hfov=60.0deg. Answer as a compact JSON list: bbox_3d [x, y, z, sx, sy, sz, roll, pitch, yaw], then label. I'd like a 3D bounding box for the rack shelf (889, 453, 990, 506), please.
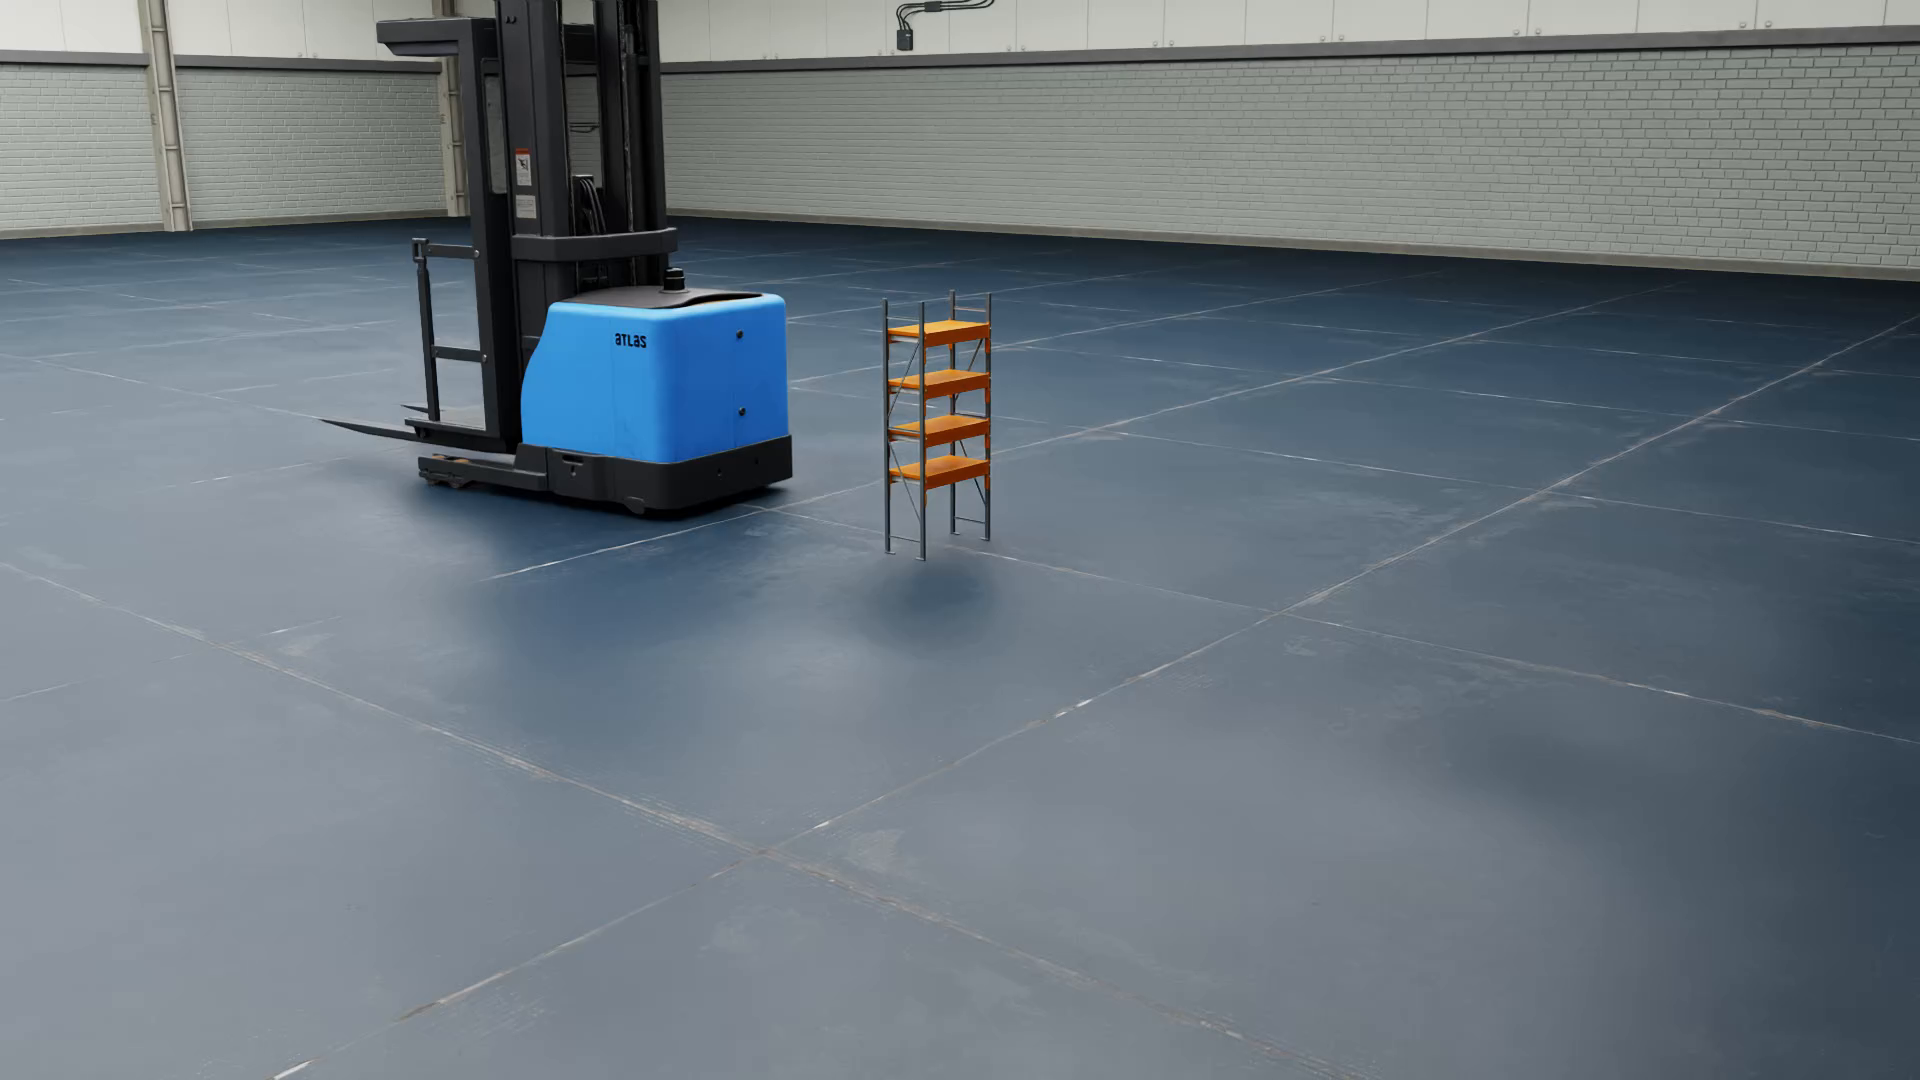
[{"bbox_3d":[-0.104,-0.292,7.916,0.258,0.148,0.480,11,18,38],"label":"rack shelf"}]

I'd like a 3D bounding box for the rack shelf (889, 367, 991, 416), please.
[{"bbox_3d":[-0.104,-0.701,7.812,0.258,0.148,0.480,11,18,38],"label":"rack shelf"}]

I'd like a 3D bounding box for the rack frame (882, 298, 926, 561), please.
[{"bbox_3d":[-0.257,-0.503,7.666,0.240,1.200,0.015,11,18,38],"label":"rack frame"}]

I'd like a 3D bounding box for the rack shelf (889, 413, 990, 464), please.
[{"bbox_3d":[-0.104,-0.485,7.867,0.258,0.148,0.480,11,18,38],"label":"rack shelf"}]

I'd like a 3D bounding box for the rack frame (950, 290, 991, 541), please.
[{"bbox_3d":[0.049,-0.597,8.034,0.240,1.200,0.015,11,18,38],"label":"rack frame"}]

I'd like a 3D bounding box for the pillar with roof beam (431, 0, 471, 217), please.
[{"bbox_3d":[-7.143,-10.490,31.141,9.100,9.000,0.400,11,18,38],"label":"pillar with roof beam"}]

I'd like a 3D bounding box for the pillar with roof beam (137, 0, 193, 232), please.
[{"bbox_3d":[-10.914,-9.341,26.618,9.100,9.000,0.400,11,18,38],"label":"pillar with roof beam"}]

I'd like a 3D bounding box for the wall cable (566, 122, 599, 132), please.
[{"bbox_3d":[-7.612,-10.011,35.561,3.097,2.526,0.112,11,18,38],"label":"wall cable"}]

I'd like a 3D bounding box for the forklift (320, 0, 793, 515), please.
[{"bbox_3d":[-2.441,-1.805,9.274,3.031,2.935,1.130,9,17,32],"label":"forklift"}]

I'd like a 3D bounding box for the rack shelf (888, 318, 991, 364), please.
[{"bbox_3d":[-0.104,-0.931,7.754,0.258,0.148,0.480,11,18,38],"label":"rack shelf"}]

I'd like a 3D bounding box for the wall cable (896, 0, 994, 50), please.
[{"bbox_3d":[-0.237,-11.692,28.965,2.305,6.003,0.169,11,18,38],"label":"wall cable"}]

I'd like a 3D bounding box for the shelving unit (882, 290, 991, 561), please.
[{"bbox_3d":[-0.104,-0.550,7.850,0.258,1.200,0.503,11,18,38],"label":"shelving unit"}]
